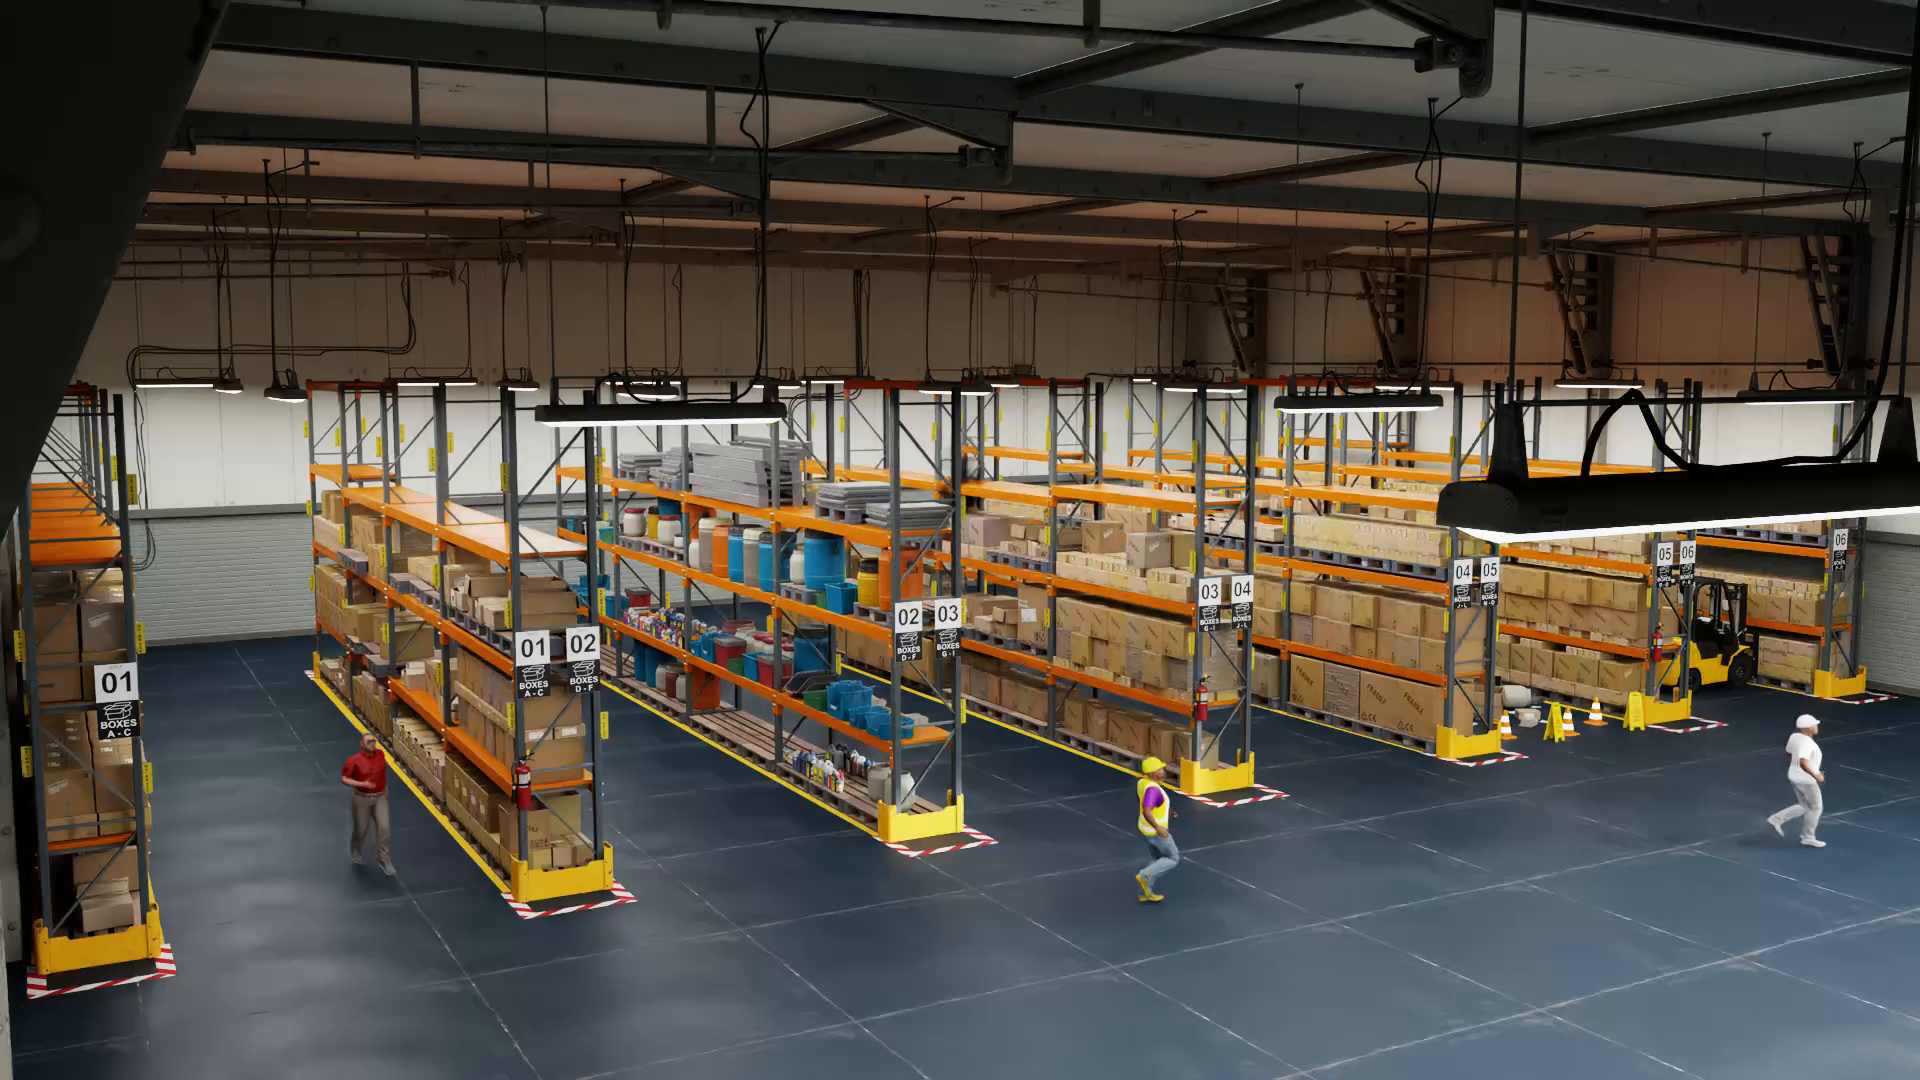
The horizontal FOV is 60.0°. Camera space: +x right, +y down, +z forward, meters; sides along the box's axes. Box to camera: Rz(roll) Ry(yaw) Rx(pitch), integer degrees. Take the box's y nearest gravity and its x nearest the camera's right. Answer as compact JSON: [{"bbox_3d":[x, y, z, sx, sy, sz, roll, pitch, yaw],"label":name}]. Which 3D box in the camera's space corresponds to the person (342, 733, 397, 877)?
[{"bbox_3d":[-7.381,3.263,20.734,0.647,1.752,0.919,-5,8,-42],"label":"person"}]

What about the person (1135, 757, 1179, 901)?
[{"bbox_3d":[2.313,3.398,19.536,0.575,1.720,0.698,-1,6,-11],"label":"person"}]

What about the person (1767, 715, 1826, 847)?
[{"bbox_3d":[11.027,3.151,21.806,0.714,1.746,0.708,1,6,7],"label":"person"}]
